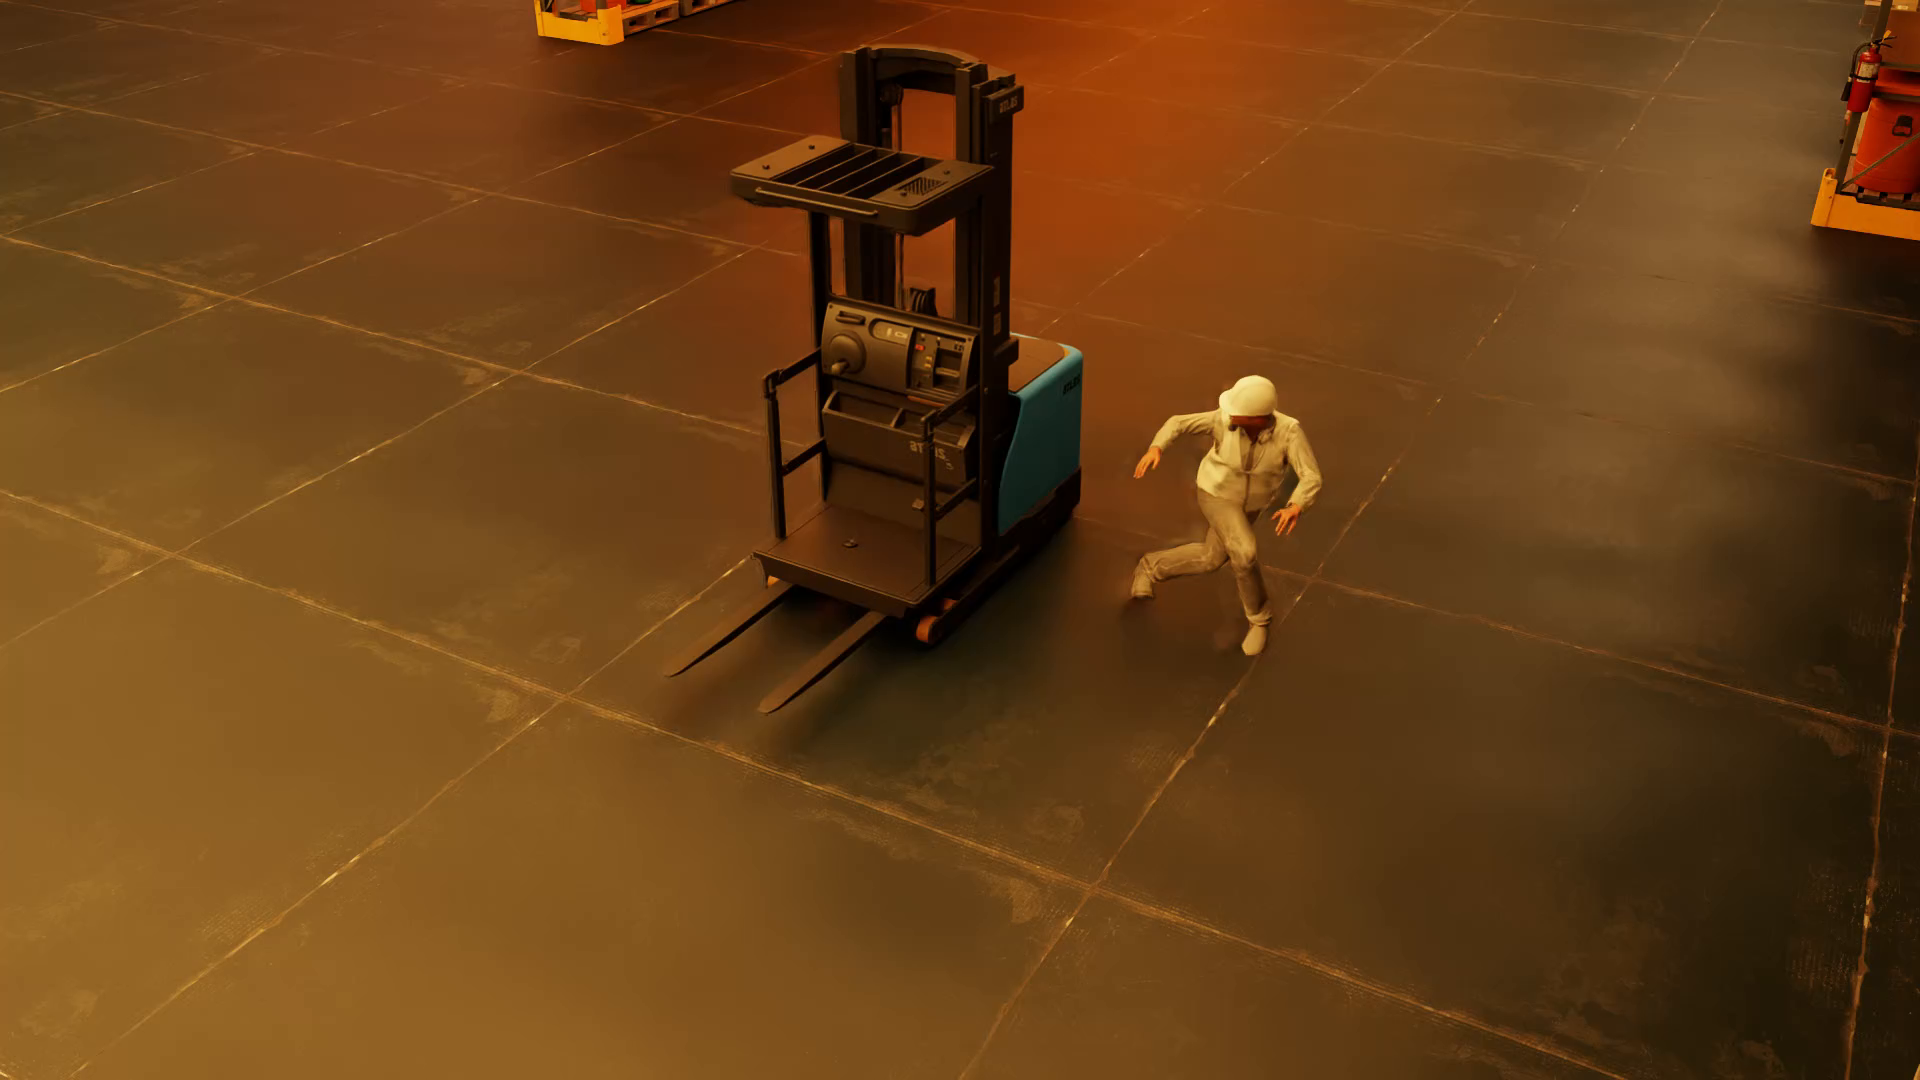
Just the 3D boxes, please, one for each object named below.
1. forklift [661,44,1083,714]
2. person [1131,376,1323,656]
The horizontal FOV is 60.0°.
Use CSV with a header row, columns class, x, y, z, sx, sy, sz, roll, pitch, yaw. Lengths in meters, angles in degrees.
class,x,y,z,sx,sy,sz,roll,pitch,yaw
forklift,-0.446,-0.966,8.744,1.130,2.935,3.031,17,34,26
person,1.361,-0.150,8.748,0.909,1.559,1.069,-5,30,-8
